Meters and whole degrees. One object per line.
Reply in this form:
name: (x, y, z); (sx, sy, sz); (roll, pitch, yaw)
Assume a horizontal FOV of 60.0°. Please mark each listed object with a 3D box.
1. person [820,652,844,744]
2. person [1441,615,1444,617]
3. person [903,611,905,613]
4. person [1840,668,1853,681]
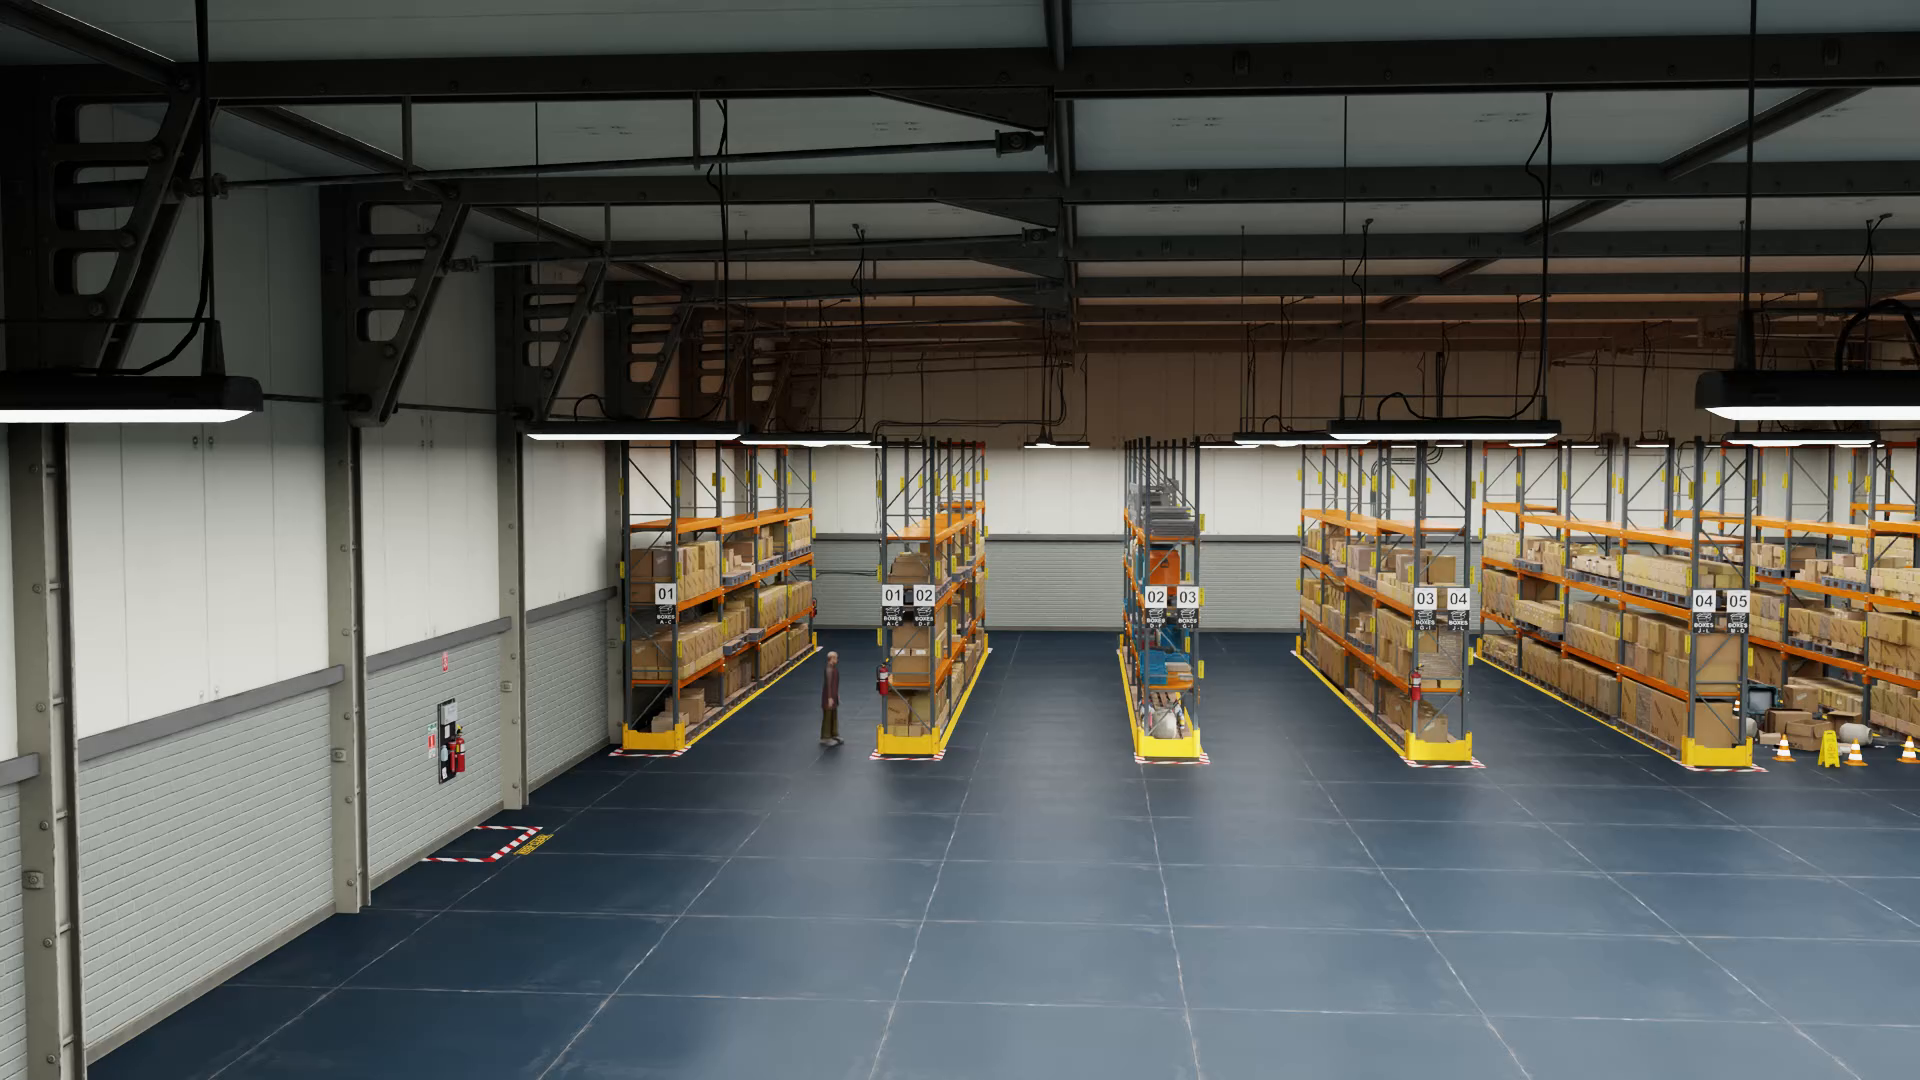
person: (-2.505, 3.113, 32.576); (0.467, 1.738, 0.602); (0, 3, 0)
person: (13.475, 2.409, 46.769); (0.409, 1.719, 0.534); (1, 3, 20)
person: (-1.481, 2.413, 46.661); (0.459, 1.652, 0.525); (1, 3, 13)
person: (22.027, 2.673, 41.328); (0.514, 1.700, 0.593); (-1, 3, -11)
